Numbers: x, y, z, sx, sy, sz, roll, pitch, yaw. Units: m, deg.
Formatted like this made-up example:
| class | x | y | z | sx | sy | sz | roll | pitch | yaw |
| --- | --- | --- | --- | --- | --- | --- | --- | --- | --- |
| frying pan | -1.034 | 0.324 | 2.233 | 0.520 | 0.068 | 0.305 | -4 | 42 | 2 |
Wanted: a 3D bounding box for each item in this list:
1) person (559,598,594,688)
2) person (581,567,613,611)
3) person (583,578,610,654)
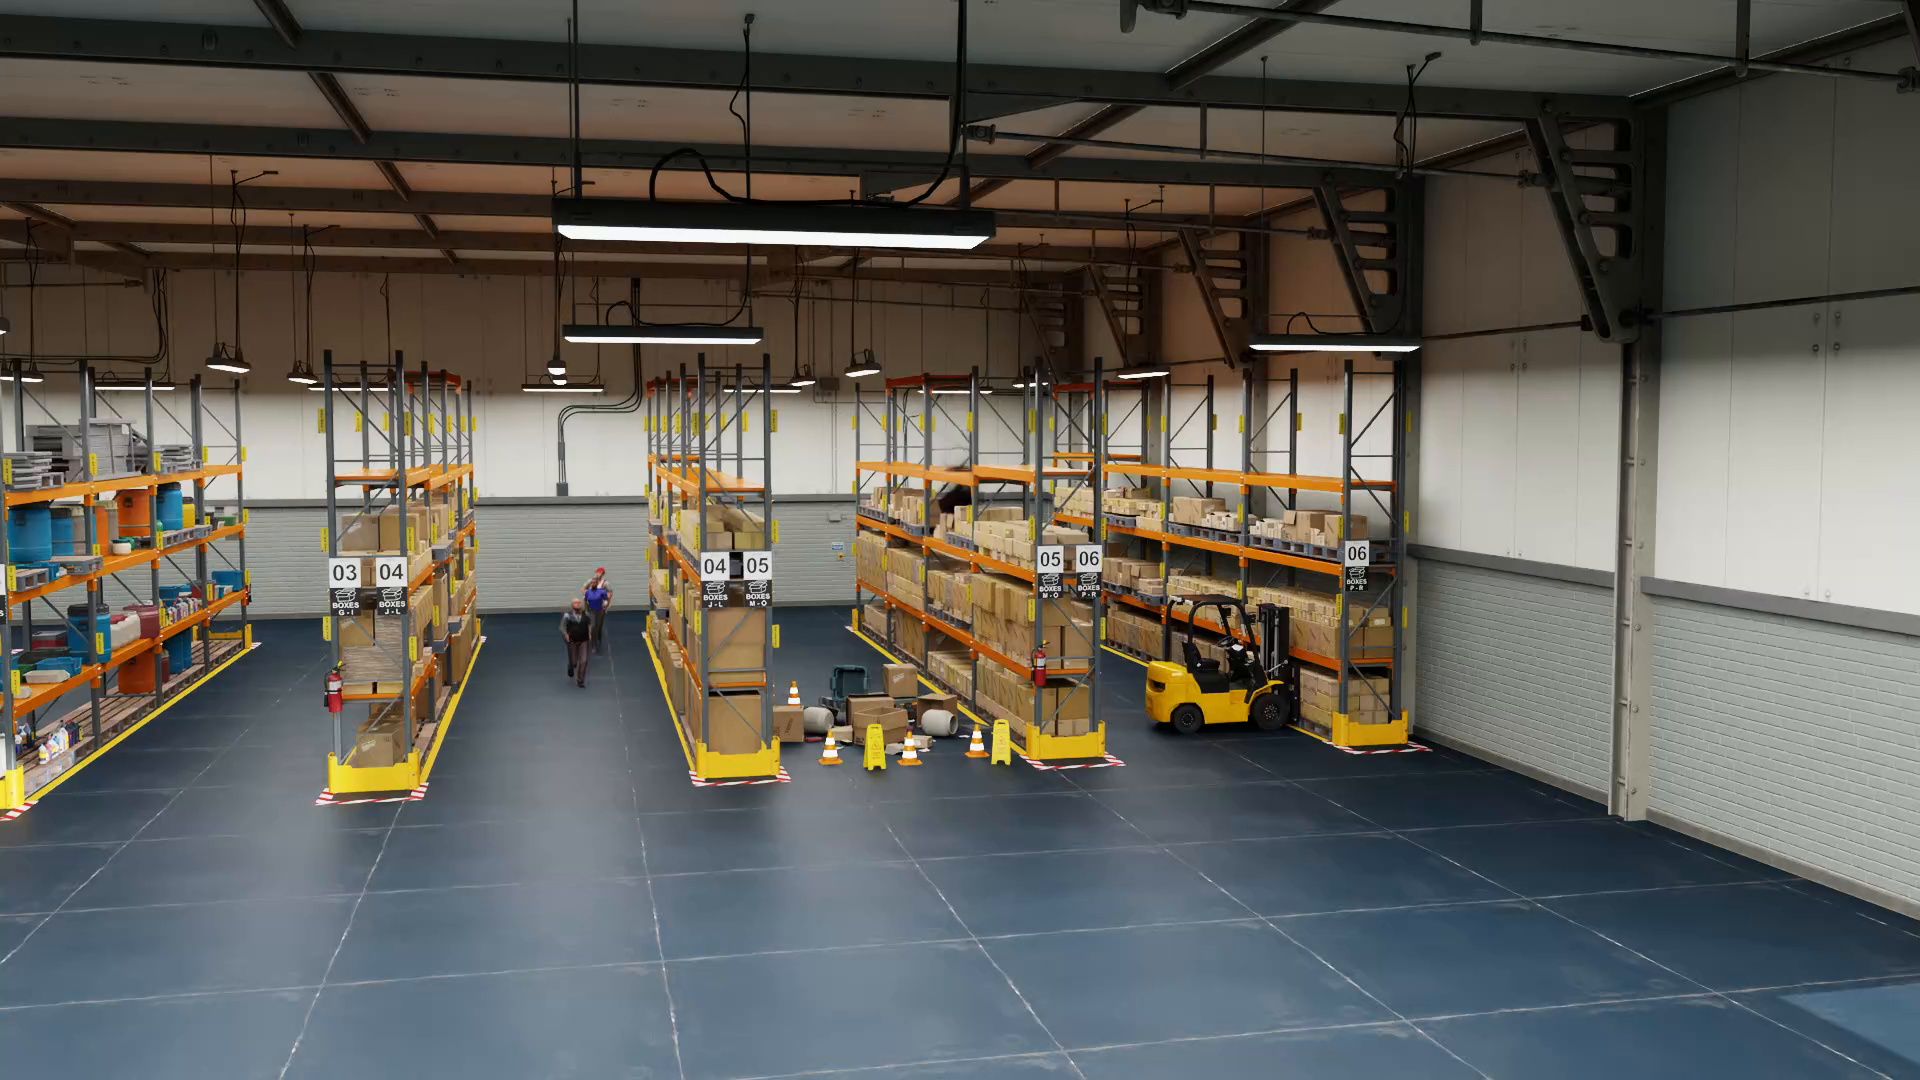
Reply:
| class | x | y | z | sx | sy | sz | roll | pitch | yaw |
| --- | --- | --- | --- | --- | --- | --- | --- | --- | --- |
| person | -7.318 | 1.956 | 31.802 | 0.669 | 1.696 | 0.737 | -2 | 4 | -25 |
| person | -8.563 | 1.476 | 38.803 | 0.778 | 1.679 | 0.686 | 1 | 4 | 19 |
| person | -7.981 | 1.655 | 36.555 | 0.586 | 1.671 | 0.738 | 0 | 4 | -3 |
